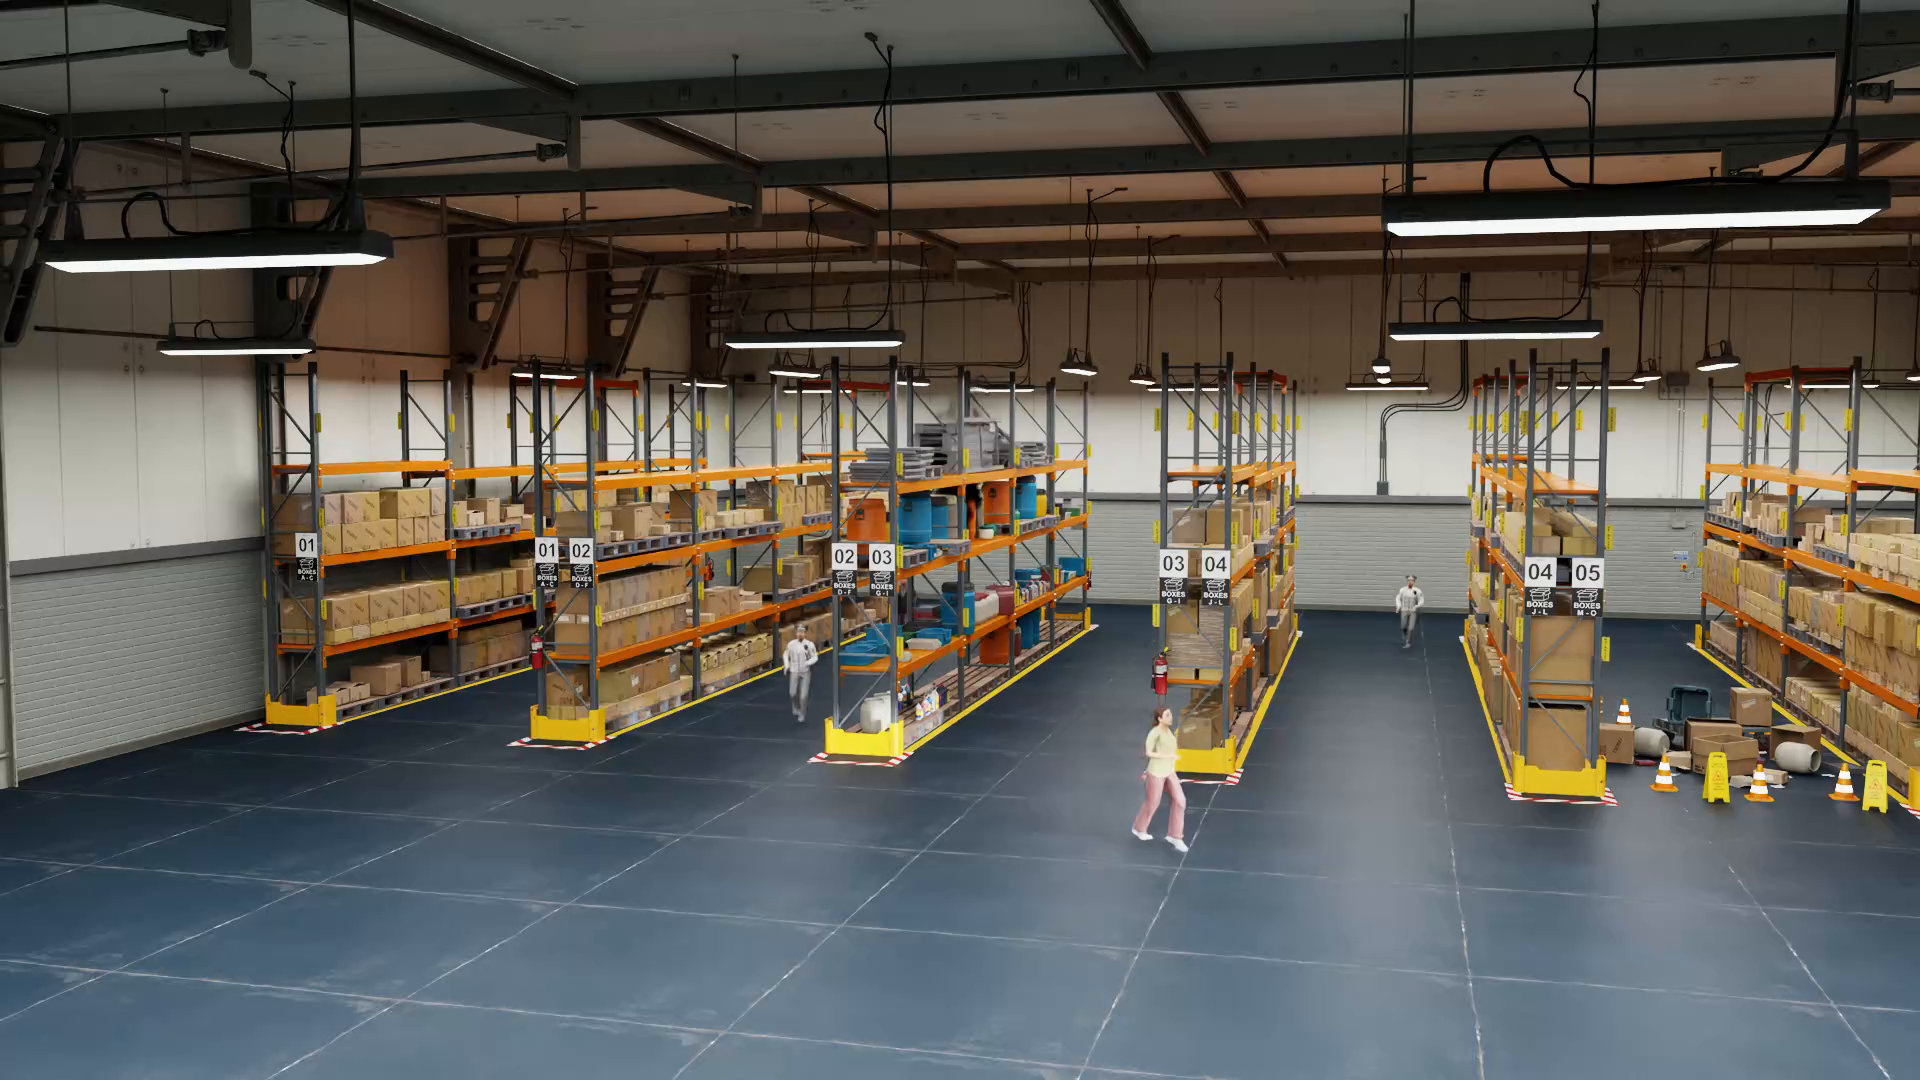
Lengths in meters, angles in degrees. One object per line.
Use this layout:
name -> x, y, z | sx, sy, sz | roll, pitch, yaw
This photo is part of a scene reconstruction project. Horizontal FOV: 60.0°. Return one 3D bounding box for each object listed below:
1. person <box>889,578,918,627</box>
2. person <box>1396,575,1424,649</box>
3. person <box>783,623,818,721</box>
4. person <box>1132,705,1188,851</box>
person -> -1.239, 1.626, 36.031 | 0.603, 1.779, 0.809 | 0, 4, 5
person -> 9.997, 1.588, 36.977 | 0.626, 1.655, 0.554 | 2, 4, 22
person -> -2.673, 2.214, 27.742 | 0.614, 1.650, 0.551 | 0, 4, 2
person -> 2.331, 2.797, 19.610 | 0.560, 1.721, 0.745 | -4, 6, -44
